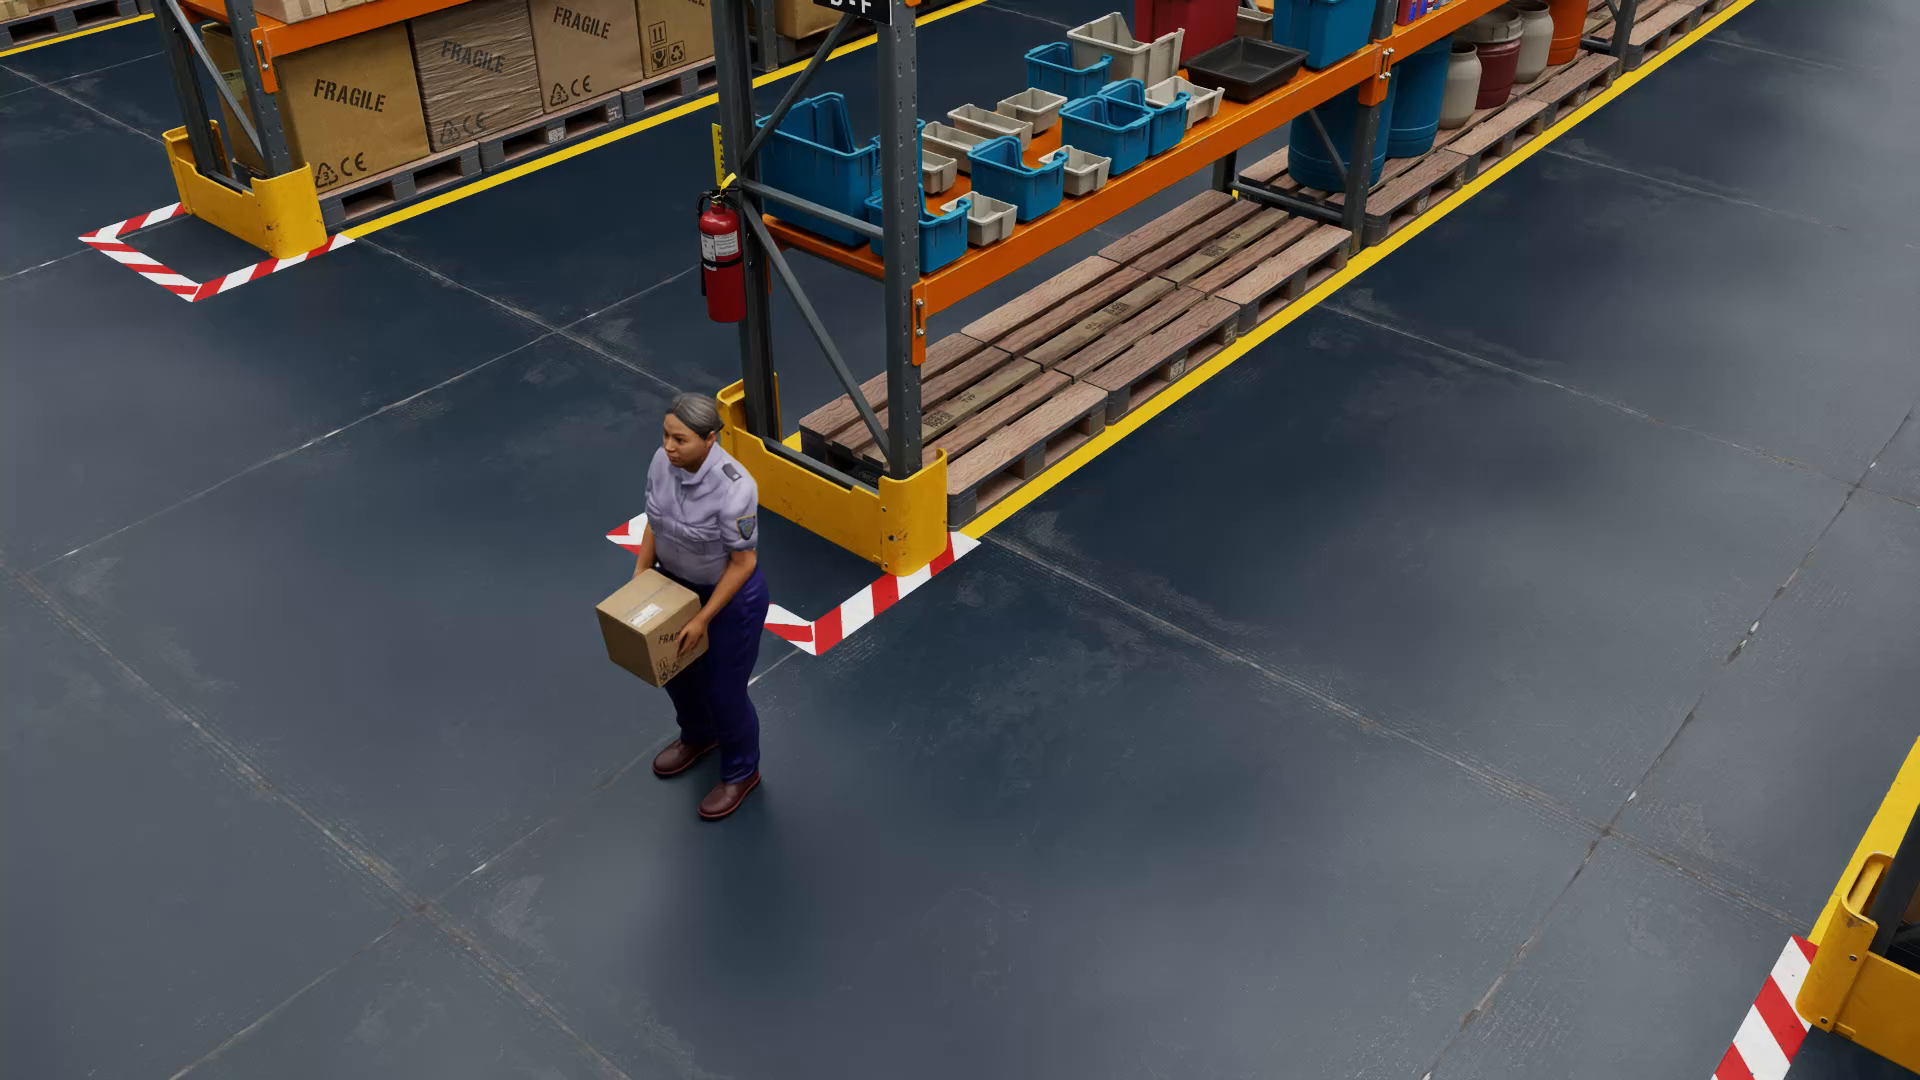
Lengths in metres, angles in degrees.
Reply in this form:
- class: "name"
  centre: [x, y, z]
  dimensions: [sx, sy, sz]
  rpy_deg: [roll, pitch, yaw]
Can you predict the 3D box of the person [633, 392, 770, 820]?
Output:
- class: "person"
  centre: [-0.918, 0.225, 5.830]
  dimensions: [0.498, 1.656, 0.450]
  rpy_deg: [25, 42, 31]
